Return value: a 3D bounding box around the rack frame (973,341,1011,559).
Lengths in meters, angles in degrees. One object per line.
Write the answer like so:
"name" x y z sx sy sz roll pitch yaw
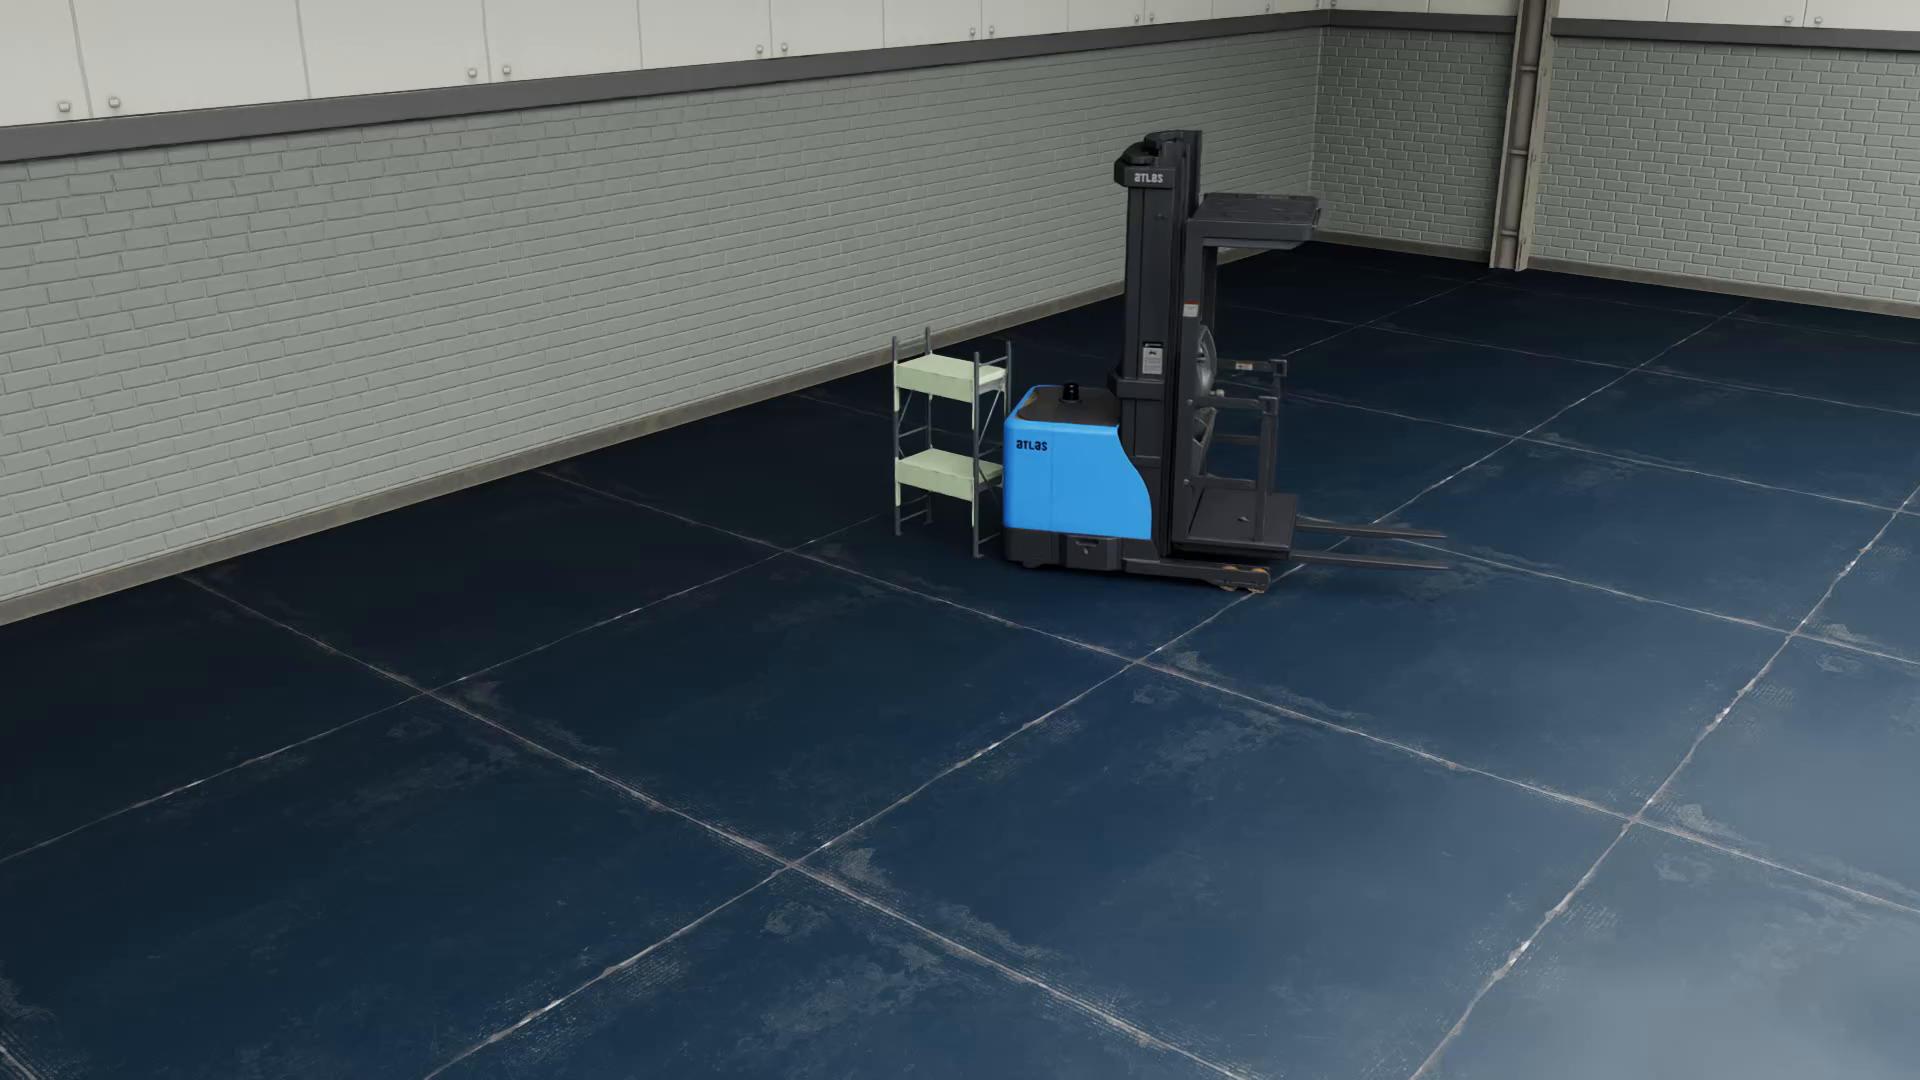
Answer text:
"rack frame" 0.225 -0.626 11.703 0.023 1.500 0.400 16 26 36

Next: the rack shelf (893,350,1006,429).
"rack shelf" -0.061 -1.072 11.778 0.720 0.370 0.431 16 26 36

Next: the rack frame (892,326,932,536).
"rack frame" -0.348 -0.787 12.129 0.023 1.500 0.400 16 26 36

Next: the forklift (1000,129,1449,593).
"forklift" 1.856 -1.220 11.248 3.031 2.935 1.130 5 21 13

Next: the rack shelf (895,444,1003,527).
"rack shelf" -0.061 -0.401 12.031 0.720 0.370 0.431 16 26 36

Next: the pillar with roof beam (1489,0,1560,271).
"pillar with roof beam" 4.371 -6.558 16.806 0.400 9.000 9.100 16 26 36

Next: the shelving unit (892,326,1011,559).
"shelving unit" -0.061 -0.706 11.916 0.755 1.500 0.431 16 26 36
